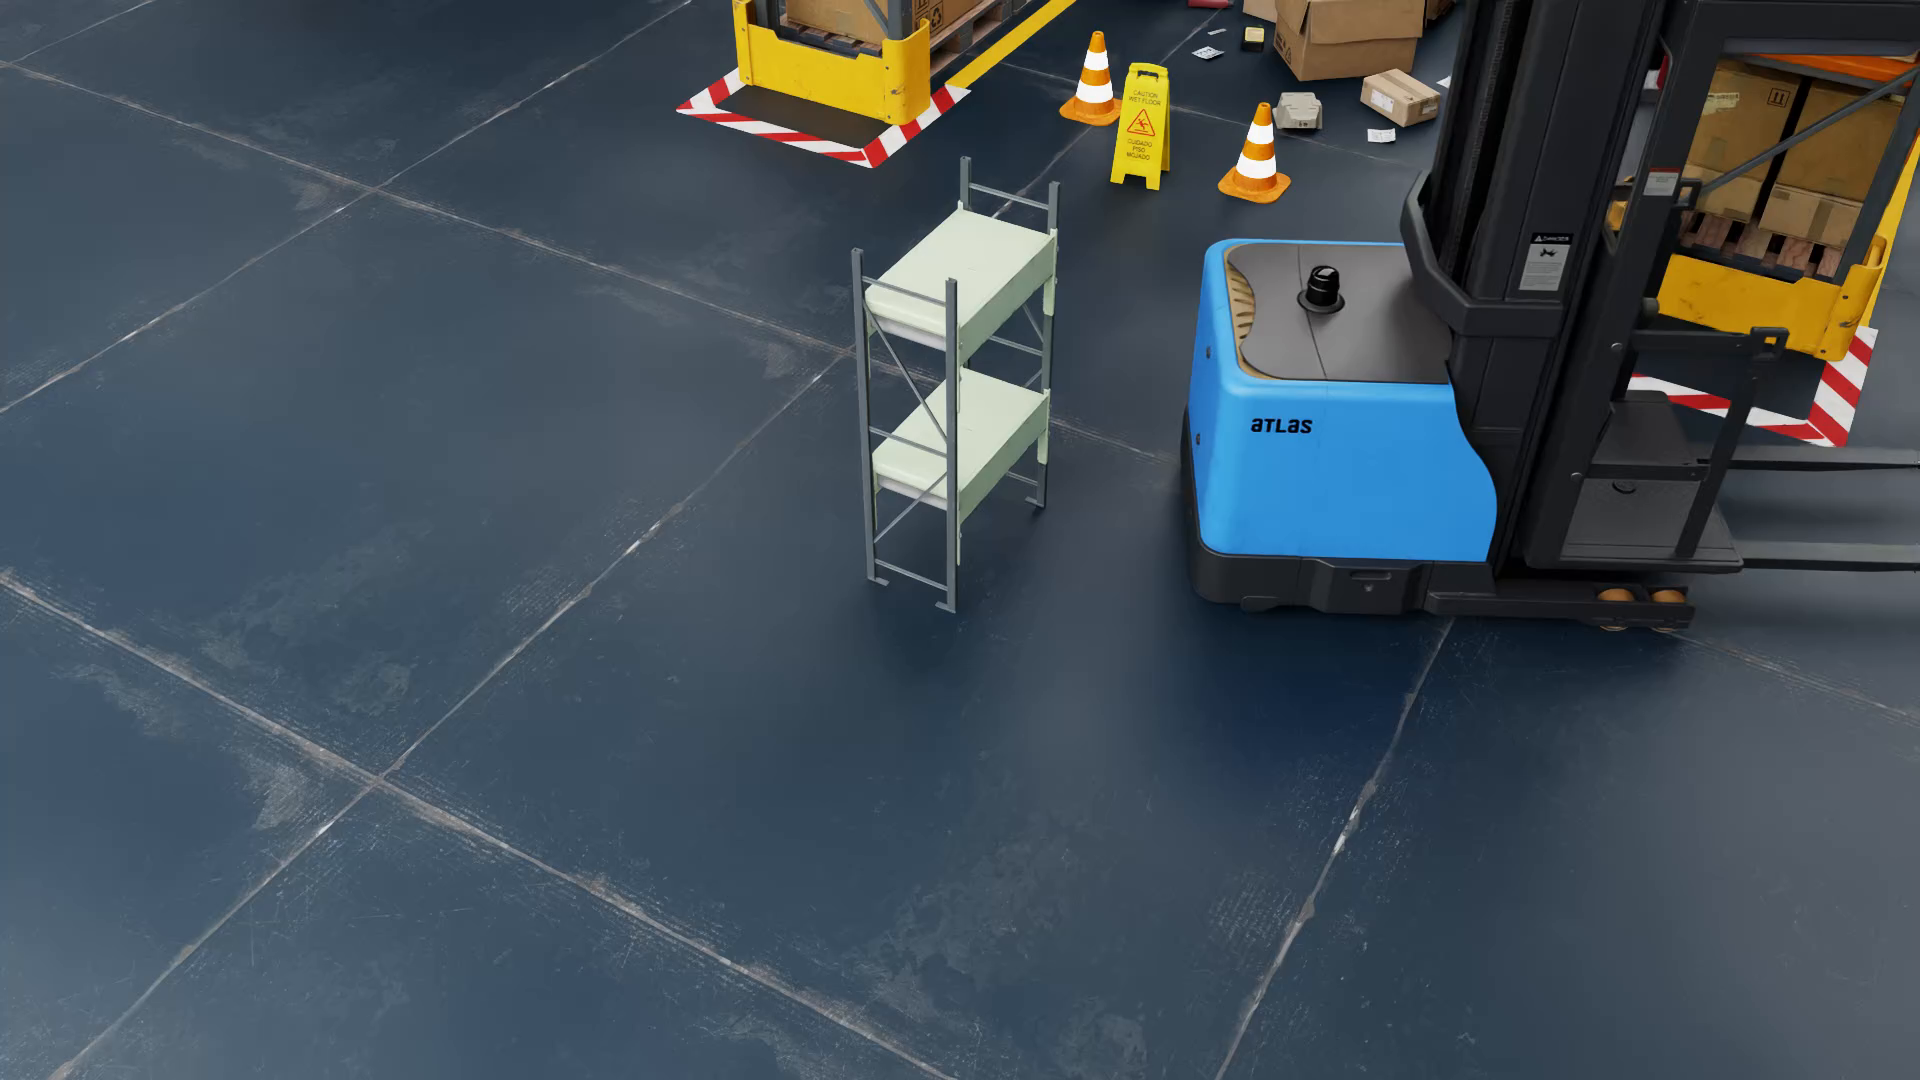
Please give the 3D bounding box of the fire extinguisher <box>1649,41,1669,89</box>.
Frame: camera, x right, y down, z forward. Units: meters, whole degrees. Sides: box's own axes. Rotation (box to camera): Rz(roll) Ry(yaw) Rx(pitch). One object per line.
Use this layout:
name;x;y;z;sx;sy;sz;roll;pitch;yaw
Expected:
fire extinguisher;3.154;-2.240;7.083;0.296;0.674;0.183;21;45;22

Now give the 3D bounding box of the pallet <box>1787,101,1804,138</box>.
pallet;4.696;-2.328;9.234;1.003;0.211;1.213;21;45;22

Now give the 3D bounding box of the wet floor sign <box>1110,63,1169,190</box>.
wet floor sign;0.973;-2.207;8.767;0.267;0.644;0.232;14;43;15

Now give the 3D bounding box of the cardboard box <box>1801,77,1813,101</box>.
cardboard box;4.562;-2.735;9.349;0.500;0.250;0.500;20;45;22

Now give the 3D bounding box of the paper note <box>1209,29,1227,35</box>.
paper note;1.598;-3.157;10.328;0.123;0.001;0.032;-21;45;-22

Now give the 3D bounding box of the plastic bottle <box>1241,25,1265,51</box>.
plastic bottle;1.803;-3.093;10.216;0.133;0.061;0.283;7;42;8

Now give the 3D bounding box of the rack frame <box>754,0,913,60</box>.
rack frame;-0.726;-3.762;8.752;1.000;3.000;0.127;21;45;22

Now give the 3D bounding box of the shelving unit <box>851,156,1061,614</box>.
shelving unit;-0.003;-0.559;6.250;0.431;1.500;0.755;21;45;22

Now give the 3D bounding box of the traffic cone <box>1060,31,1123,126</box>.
traffic cone;0.769;-2.644;9.402;0.336;0.463;0.334;21;45;22

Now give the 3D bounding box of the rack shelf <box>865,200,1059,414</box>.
rack shelf;-0.003;-0.852;5.992;0.431;0.370;0.720;21;45;22

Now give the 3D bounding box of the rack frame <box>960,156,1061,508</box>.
rack frame;0.180;-0.768;6.488;0.400;1.500;0.023;21;45;22

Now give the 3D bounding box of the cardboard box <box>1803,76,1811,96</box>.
cardboard box;4.302;-2.720;8.765;0.500;0.500;0.500;20;45;21

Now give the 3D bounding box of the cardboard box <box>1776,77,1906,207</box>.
cardboard box;4.264;-1.973;7.917;0.500;0.500;0.500;19;45;21

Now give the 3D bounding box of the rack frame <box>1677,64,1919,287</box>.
rack frame;3.610;-2.182;6.958;1.000;3.000;0.127;21;45;22

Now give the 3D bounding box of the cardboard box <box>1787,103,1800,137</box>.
cardboard box;4.305;-2.455;9.030;0.500;0.250;0.500;19;45;21

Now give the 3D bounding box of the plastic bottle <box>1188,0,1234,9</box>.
plastic bottle;1.606;-3.447;10.618;0.283;0.061;0.133;7;42;8

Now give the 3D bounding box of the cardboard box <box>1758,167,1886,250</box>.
cardboard box;4.253;-1.678;8.149;0.500;0.250;0.500;21;45;22

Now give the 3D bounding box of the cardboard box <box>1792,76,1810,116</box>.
cardboard box;4.043;-2.434;8.439;0.500;0.500;0.500;23;46;24

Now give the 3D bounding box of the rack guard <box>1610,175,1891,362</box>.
rack guard;3.648;-1.288;7.834;1.175;0.500;0.348;21;45;22

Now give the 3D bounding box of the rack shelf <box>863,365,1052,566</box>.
rack shelf;-0.003;-0.314;6.465;0.431;0.370;0.720;21;45;22

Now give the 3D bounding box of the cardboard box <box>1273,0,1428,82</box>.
cardboard box;2.297;-3.088;9.876;0.797;0.503;0.637;-7;42;-7

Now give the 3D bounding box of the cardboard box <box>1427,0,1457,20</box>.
cardboard box;2.758;-3.677;10.441;0.797;0.637;0.503;21;45;22

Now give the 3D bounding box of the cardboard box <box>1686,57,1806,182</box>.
cardboard box;3.785;-2.134;8.099;0.500;0.500;0.500;21;46;22

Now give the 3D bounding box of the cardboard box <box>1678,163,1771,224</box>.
cardboard box;3.793;-1.873;8.370;0.500;0.250;0.500;21;45;22

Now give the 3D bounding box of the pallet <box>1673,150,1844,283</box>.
pallet;4.085;-1.632;8.444;1.003;0.211;1.213;21;45;22

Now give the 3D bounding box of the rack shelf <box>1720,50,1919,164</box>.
rack shelf;4.611;-3.057;8.496;1.077;0.370;4.000;21;45;22

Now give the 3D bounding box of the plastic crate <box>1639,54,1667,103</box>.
plastic crate;4.116;-2.748;9.810;0.402;0.080;0.583;7;42;8

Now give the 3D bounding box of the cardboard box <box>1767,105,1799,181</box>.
cardboard box;4.047;-2.153;8.688;0.500;0.250;0.500;21;46;22

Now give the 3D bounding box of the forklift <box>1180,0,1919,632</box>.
forklift;2.431;-1.109;5.792;3.031;2.935;1.130;2;41;2

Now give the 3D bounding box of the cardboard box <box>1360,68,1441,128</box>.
cardboard box;2.517;-2.530;9.510;0.250;0.149;0.380;-21;45;-22

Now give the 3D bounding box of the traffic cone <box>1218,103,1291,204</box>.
traffic cone;1.577;-2.075;8.757;0.336;0.463;0.334;21;45;22

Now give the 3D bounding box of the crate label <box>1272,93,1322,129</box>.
crate label;1.917;-2.424;9.398;0.250;0.136;0.298;0;41;0

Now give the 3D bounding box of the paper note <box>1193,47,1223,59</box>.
paper note;1.507;-2.959;10.088;0.142;0.017;0.144;-29;49;-29

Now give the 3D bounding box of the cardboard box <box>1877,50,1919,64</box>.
cardboard box;3.959;-2.214;7.184;0.380;0.149;0.250;21;46;22

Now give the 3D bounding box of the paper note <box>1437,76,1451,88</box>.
paper note;2.914;-2.699;9.801;0.142;0.019;0.148;-29;49;-29

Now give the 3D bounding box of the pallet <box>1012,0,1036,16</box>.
pallet;0.217;-3.894;11.012;1.003;0.211;1.213;21;45;22

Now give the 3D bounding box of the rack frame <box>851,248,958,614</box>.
rack frame;-0.186;-0.350;6.012;0.400;1.500;0.023;21;45;22

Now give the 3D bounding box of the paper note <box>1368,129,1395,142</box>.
paper note;2.360;-2.267;9.301;0.148;0.019;0.142;7;42;8

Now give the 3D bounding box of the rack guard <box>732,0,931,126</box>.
rack guard;-0.738;-2.810;9.562;1.175;0.500;0.348;21;45;22

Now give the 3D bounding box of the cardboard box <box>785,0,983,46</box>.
cardboard box;-0.444;-3.532;9.781;0.875;0.875;0.875;21;46;22

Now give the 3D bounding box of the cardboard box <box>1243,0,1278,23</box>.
cardboard box;2.010;-3.432;10.446;0.396;0.266;0.258;29;49;29

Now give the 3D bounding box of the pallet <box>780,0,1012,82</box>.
pallet;-0.394;-3.198;10.222;1.003;0.211;1.213;21;45;22
